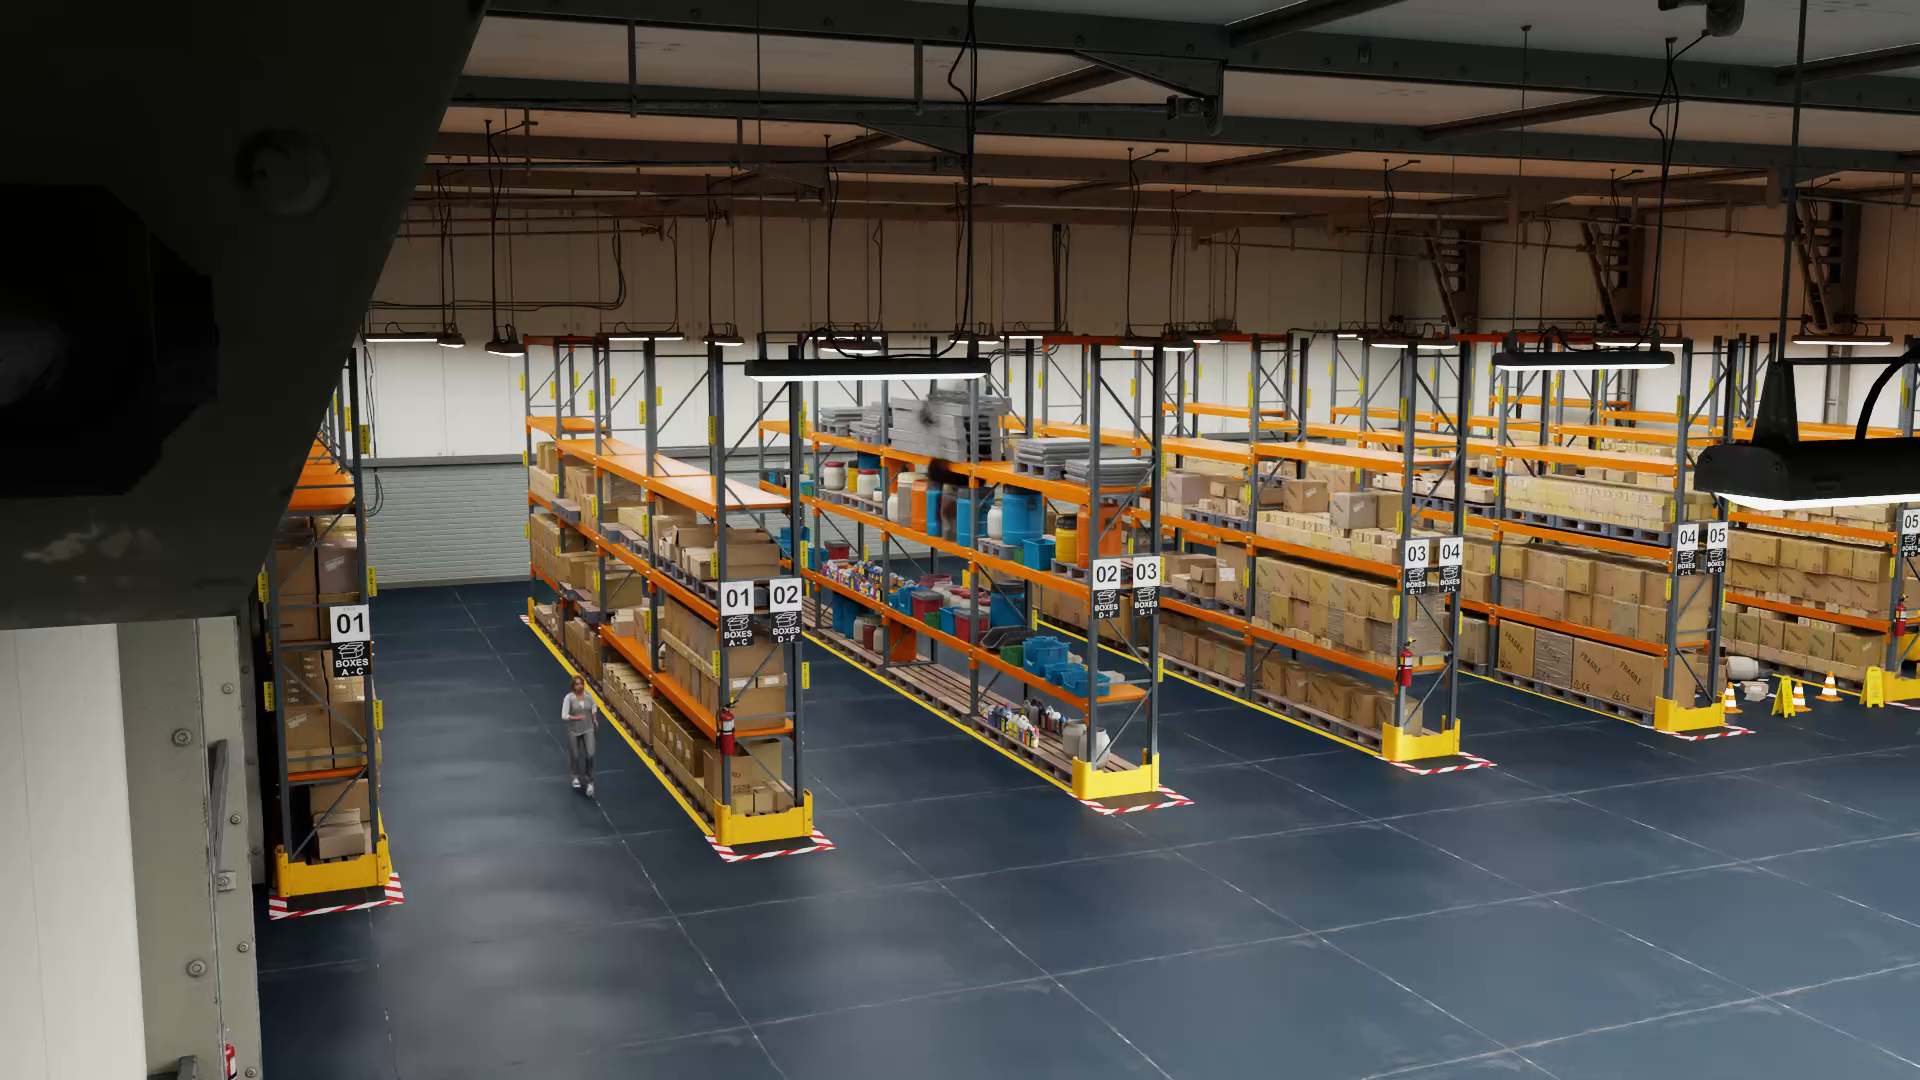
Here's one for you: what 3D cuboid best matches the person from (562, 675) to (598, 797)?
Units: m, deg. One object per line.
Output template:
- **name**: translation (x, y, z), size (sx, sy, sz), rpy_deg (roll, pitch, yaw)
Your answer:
- **person**: translation (-5.050, 2.602, 22.167), size (0.507, 1.635, 0.689), rpy_deg (-3, 8, -22)
